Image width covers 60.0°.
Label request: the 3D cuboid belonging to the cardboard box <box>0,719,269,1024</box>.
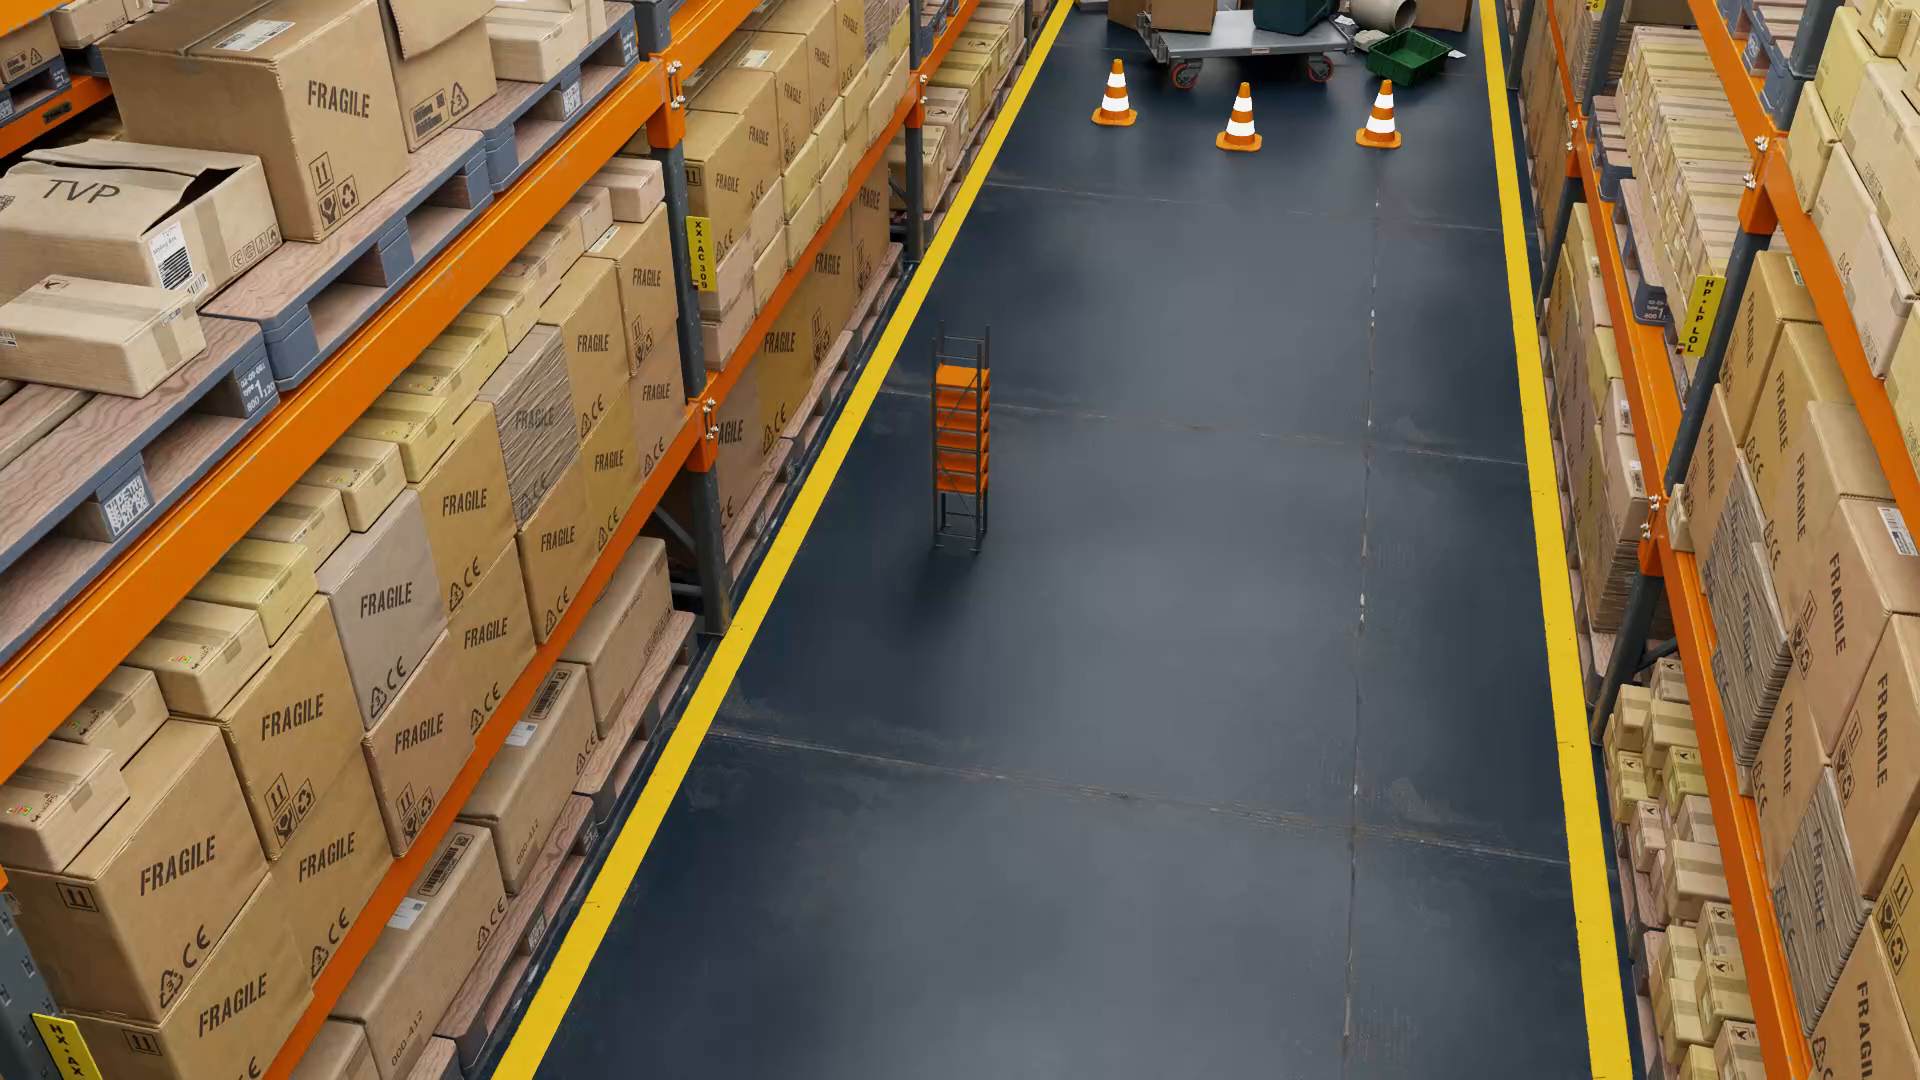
[{"bbox_3d":[-2.067,0.761,3.976,0.500,0.500,0.500,7,36,9],"label":"cardboard box"}]

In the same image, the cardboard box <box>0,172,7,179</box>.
[{"bbox_3d":[-5.758,-2.109,10.094,0.380,0.149,0.250,6,36,8],"label":"cardboard box"}]

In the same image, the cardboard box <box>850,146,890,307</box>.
[{"bbox_3d":[-0.968,-2.064,10.265,0.875,0.875,0.875,7,37,10],"label":"cardboard box"}]

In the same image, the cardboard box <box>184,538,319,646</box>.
[{"bbox_3d":[-1.909,0.122,4.305,0.380,0.149,0.250,6,36,8],"label":"cardboard box"}]

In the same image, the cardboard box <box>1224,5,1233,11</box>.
[{"bbox_3d":[2.386,-4.524,14.536,0.258,0.266,0.396,-17,39,-22],"label":"cardboard box"}]

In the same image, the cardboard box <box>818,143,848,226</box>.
[{"bbox_3d":[-0.892,-1.880,8.685,0.500,0.250,0.500,7,36,9],"label":"cardboard box"}]

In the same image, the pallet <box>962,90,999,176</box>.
[{"bbox_3d":[-0.308,-3.156,12.695,1.003,0.211,1.213,7,37,10],"label":"pallet"}]

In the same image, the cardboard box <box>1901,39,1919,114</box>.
[{"bbox_3d":[2.776,-1.220,4.453,0.380,0.149,0.250,6,36,9],"label":"cardboard box"}]

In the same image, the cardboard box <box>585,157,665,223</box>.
[{"bbox_3d":[-1.349,-1.339,6.321,0.380,0.149,0.250,7,36,9],"label":"cardboard box"}]

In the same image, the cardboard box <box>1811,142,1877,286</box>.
[{"bbox_3d":[2.809,-0.918,4.802,0.500,0.250,0.500,7,36,9],"label":"cardboard box"}]

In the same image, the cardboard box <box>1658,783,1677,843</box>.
[{"bbox_3d":[2.890,1.048,6.337,0.380,0.149,0.250,7,37,10],"label":"cardboard box"}]

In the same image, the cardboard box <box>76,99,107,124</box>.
[{"bbox_3d":[-6.005,-2.921,11.214,0.380,0.149,0.250,9,37,12],"label":"cardboard box"}]

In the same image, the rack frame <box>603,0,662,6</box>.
[{"bbox_3d":[-1.594,-3.276,5.372,1.000,3.000,0.127,7,37,10],"label":"rack frame"}]

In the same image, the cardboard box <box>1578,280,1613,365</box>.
[{"bbox_3d":[3.508,-1.101,8.617,0.500,0.250,0.500,8,37,10],"label":"cardboard box"}]

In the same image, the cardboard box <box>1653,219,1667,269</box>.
[{"bbox_3d":[3.430,-1.353,7.686,0.380,0.149,0.250,9,37,12],"label":"cardboard box"}]

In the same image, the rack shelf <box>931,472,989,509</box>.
[{"bbox_3d":[0.003,-0.264,8.346,0.258,0.103,0.180,7,37,10],"label":"rack shelf"}]

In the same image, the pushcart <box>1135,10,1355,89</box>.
[{"bbox_3d":[2.353,-4.114,13.876,1.648,0.377,0.936,-5,36,-6],"label":"pushcart"}]

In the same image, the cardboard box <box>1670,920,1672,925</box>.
[{"bbox_3d":[2.784,1.480,5.993,0.380,0.149,0.250,6,36,8],"label":"cardboard box"}]

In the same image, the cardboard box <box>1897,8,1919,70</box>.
[{"bbox_3d":[2.876,-1.363,4.651,0.380,0.149,0.250,7,37,9],"label":"cardboard box"}]

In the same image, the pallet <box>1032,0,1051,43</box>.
[{"bbox_3d":[0.224,-4.694,14.816,1.003,0.211,1.213,7,37,10],"label":"pallet"}]

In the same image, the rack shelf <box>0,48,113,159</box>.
[{"bbox_3d":[-6.017,-2.322,9.781,1.077,0.370,4.000,7,37,10],"label":"rack shelf"}]

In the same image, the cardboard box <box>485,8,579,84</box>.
[{"bbox_3d":[-1.474,-1.613,5.404,0.380,0.149,0.250,8,37,11],"label":"cardboard box"}]

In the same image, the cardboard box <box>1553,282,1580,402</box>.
[{"bbox_3d":[3.614,-1.073,9.217,0.500,0.500,0.500,8,37,11],"label":"cardboard box"}]

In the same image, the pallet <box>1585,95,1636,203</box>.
[{"bbox_3d":[4.070,-2.078,8.995,1.213,0.211,1.003,7,37,10],"label":"pallet"}]

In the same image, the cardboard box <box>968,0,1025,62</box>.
[{"bbox_3d":[0.005,-4.238,13.693,0.950,0.372,0.625,8,37,11],"label":"cardboard box"}]

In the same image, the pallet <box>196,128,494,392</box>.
[{"bbox_3d":[-2.041,-0.861,4.671,1.003,0.211,1.213,7,37,10],"label":"pallet"}]

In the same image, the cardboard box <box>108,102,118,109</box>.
[{"bbox_3d":[-5.447,-2.866,11.138,0.380,0.149,0.250,6,36,8],"label":"cardboard box"}]

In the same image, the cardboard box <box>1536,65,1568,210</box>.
[{"bbox_3d":[4.519,-2.676,11.216,1.050,0.750,0.750,8,37,11],"label":"cardboard box"}]

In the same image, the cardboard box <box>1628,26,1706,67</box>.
[{"bbox_3d":[3.829,-2.644,8.961,0.380,0.149,0.250,7,37,10],"label":"cardboard box"}]

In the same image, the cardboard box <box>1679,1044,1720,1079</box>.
[{"bbox_3d":[2.523,1.793,5.308,0.380,0.149,0.250,9,37,12],"label":"cardboard box"}]

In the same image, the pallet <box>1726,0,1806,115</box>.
[{"bbox_3d":[3.500,-1.764,6.001,1.213,0.211,1.003,7,37,10],"label":"pallet"}]

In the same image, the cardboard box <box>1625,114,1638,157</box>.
[{"bbox_3d":[3.711,-2.106,8.726,0.380,0.149,0.250,9,37,12],"label":"cardboard box"}]

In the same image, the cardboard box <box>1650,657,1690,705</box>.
[{"bbox_3d":[2.988,0.631,6.659,0.380,0.149,0.250,9,37,12],"label":"cardboard box"}]

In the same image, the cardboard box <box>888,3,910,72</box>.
[{"bbox_3d":[-0.595,-2.972,9.767,0.500,0.250,0.500,7,37,10],"label":"cardboard box"}]

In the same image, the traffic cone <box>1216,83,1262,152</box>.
[{"bbox_3d":[2.133,-3.228,12.580,0.336,0.463,0.334,7,37,10],"label":"traffic cone"}]

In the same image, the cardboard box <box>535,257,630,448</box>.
[{"bbox_3d":[-1.541,-0.697,5.989,0.500,0.500,0.500,7,36,9],"label":"cardboard box"}]

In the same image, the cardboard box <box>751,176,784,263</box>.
[{"bbox_3d":[-1.140,-1.508,7.747,0.500,0.250,0.500,8,37,11],"label":"cardboard box"}]

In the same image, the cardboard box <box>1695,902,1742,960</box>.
[{"bbox_3d":[2.720,1.387,5.615,0.380,0.149,0.250,6,36,8],"label":"cardboard box"}]

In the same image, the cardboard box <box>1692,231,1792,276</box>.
[{"bbox_3d":[3.272,-1.150,6.900,0.380,0.149,0.250,6,36,8],"label":"cardboard box"}]

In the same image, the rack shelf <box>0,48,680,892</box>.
[{"bbox_3d":[-2.021,-0.624,4.882,1.077,0.370,4.000,7,37,10],"label":"rack shelf"}]

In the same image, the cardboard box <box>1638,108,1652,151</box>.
[{"bbox_3d":[3.655,-2.061,8.410,0.380,0.149,0.250,7,37,10],"label":"cardboard box"}]

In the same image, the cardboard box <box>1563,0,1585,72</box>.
[{"bbox_3d":[4.060,-3.196,10.288,0.500,0.500,0.500,7,37,10],"label":"cardboard box"}]

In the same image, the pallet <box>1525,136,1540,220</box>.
[{"bbox_3d":[4.623,-2.588,11.912,1.003,0.211,1.213,7,37,10],"label":"pallet"}]

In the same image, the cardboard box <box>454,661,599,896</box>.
[{"bbox_3d":[-2.023,0.880,6.575,0.875,0.438,0.875,6,36,9],"label":"cardboard box"}]

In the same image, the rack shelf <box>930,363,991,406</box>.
[{"bbox_3d":[0.003,-0.750,7.994,0.258,0.103,0.180,7,37,10],"label":"rack shelf"}]

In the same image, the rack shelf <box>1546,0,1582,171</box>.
[{"bbox_3d":[4.545,-3.433,11.314,1.077,0.370,4.000,7,37,10],"label":"rack shelf"}]

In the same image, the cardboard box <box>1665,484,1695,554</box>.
[{"bbox_3d":[2.883,-0.061,6.263,0.380,0.149,0.250,9,37,12],"label":"cardboard box"}]

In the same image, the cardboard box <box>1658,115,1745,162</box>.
[{"bbox_3d":[3.551,-1.892,7.925,0.380,0.149,0.250,8,37,11],"label":"cardboard box"}]

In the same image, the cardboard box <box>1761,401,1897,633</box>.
[{"bbox_3d":[2.696,-0.038,4.826,0.500,0.500,0.500,8,37,11],"label":"cardboard box"}]

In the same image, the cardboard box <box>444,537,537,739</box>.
[{"bbox_3d":[-1.767,0.294,5.473,0.500,0.500,0.500,8,37,12],"label":"cardboard box"}]

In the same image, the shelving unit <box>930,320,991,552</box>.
[{"bbox_3d":[0.003,-0.494,8.179,0.258,1.200,0.189,7,37,10],"label":"shelving unit"}]

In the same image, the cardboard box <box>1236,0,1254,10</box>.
[{"bbox_3d":[2.876,-4.909,14.749,0.797,0.637,0.503,7,37,10],"label":"cardboard box"}]

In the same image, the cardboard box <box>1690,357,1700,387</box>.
[{"bbox_3d":[3.155,-0.605,6.655,0.380,0.149,0.250,7,36,9],"label":"cardboard box"}]

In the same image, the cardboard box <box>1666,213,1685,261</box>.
[{"bbox_3d":[3.378,-1.325,7.396,0.380,0.149,0.250,6,36,8],"label":"cardboard box"}]

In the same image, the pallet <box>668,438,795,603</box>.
[{"bbox_3d":[-1.503,-0.170,8.574,1.003,0.211,1.213,7,37,10],"label":"pallet"}]

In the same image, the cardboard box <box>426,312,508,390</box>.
[{"bbox_3d":[-1.683,-0.614,5.321,0.380,0.149,0.250,7,36,9],"label":"cardboard box"}]

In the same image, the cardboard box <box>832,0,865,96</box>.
[{"bbox_3d":[-0.808,-2.677,8.721,0.500,0.500,0.500,7,37,10],"label":"cardboard box"}]

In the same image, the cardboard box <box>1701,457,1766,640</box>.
[{"bbox_3d":[2.813,0.092,5.499,0.500,0.500,0.500,7,37,10],"label":"cardboard box"}]
